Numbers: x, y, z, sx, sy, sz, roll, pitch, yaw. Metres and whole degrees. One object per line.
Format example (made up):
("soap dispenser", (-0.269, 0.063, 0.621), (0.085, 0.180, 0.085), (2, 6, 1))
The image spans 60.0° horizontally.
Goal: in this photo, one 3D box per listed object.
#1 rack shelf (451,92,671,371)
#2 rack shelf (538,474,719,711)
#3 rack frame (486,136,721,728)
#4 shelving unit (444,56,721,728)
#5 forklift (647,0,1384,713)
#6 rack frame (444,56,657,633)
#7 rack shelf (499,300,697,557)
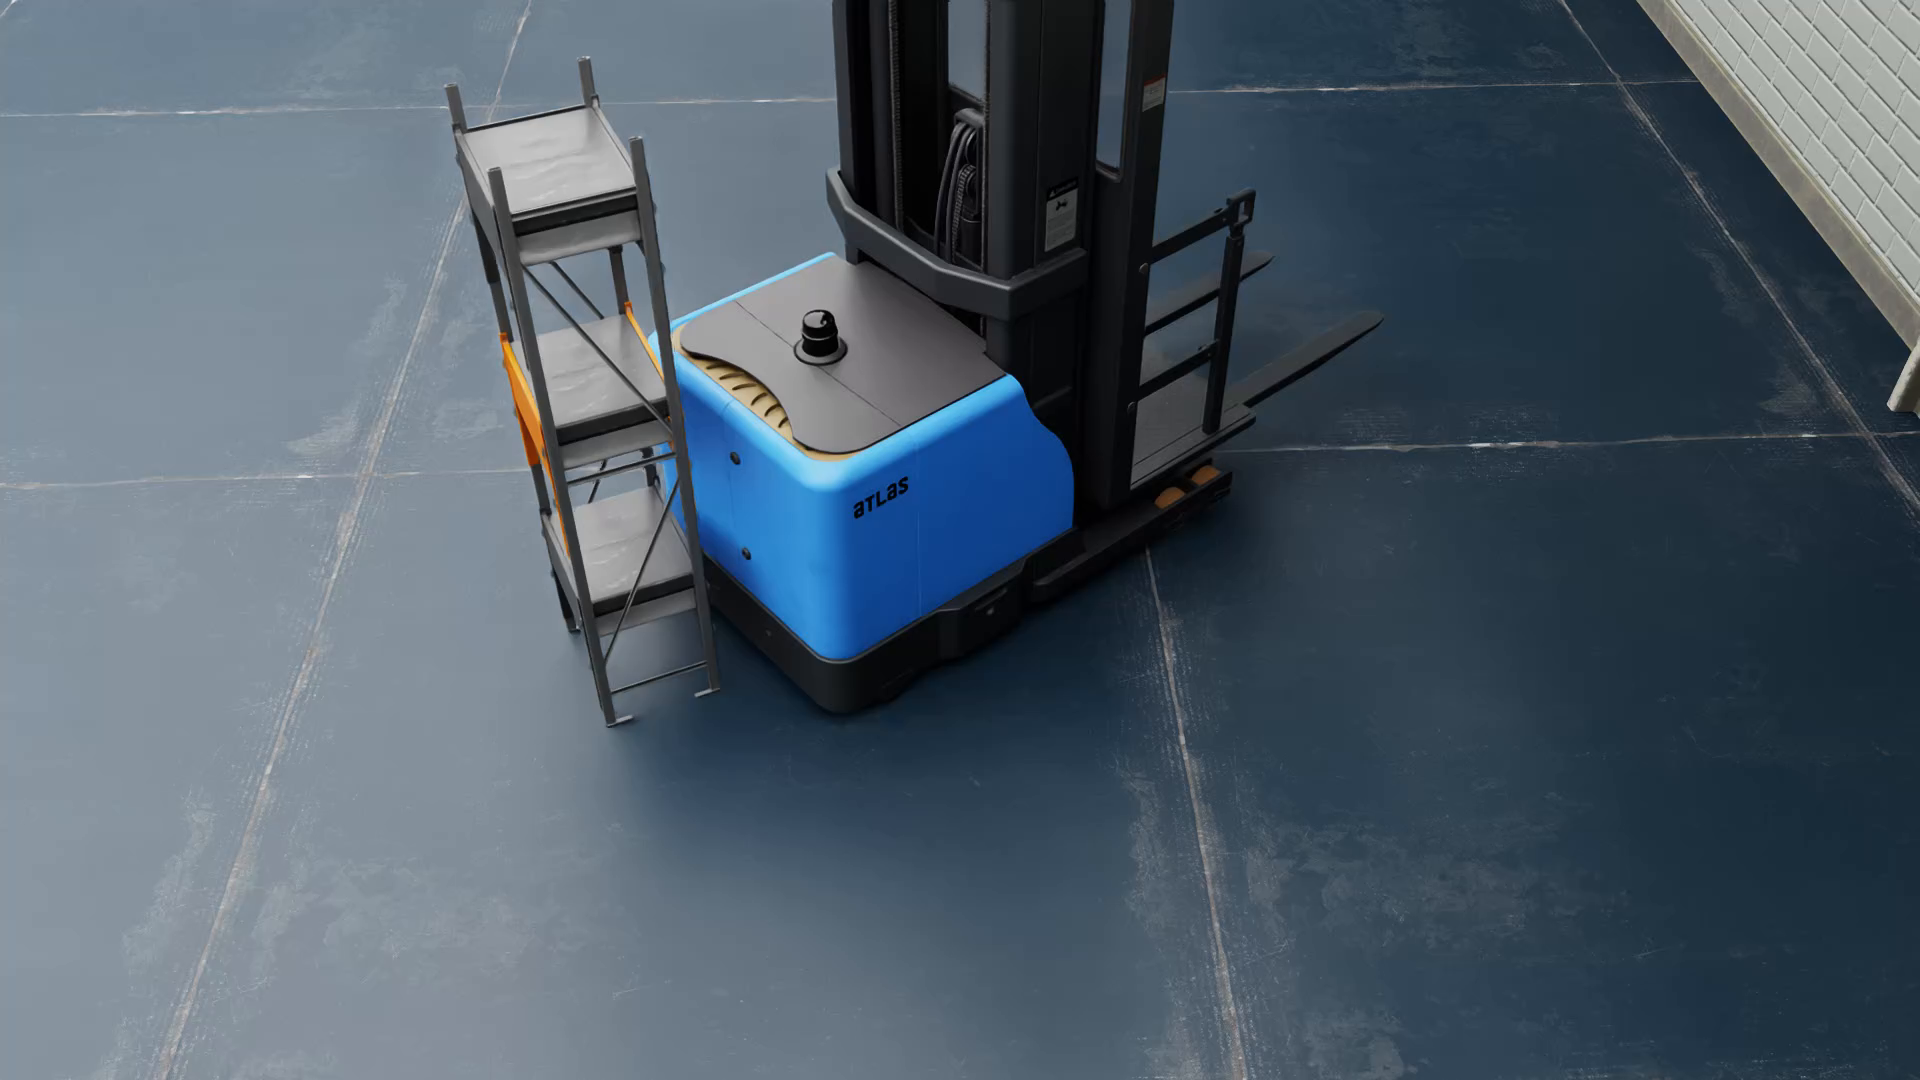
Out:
("rack shelf", (-1.103, -0.861, 4.619), (0.431, 0.518, 0.480), (-17, 45, -18))
("rack shelf", (-1.105, 0.171, 5.565), (0.431, 0.518, 0.480), (-17, 45, -18))
("rack frame", (-1.001, -0.206, 4.920), (0.400, 2.100, 0.015), (-17, 45, -18))
("shelving unit", (-1.104, -0.355, 5.083), (0.431, 2.100, 0.503), (-17, 45, -18))
("forklift", (0.406, -1.358, 5.563), (3.031, 2.935, 1.130), (-30, 50, -29))
("rack frame", (-1.207, -0.505, 5.246), (0.400, 2.100, 0.015), (-17, 45, -18))
("rack shelf", (-1.104, -0.345, 5.092), (0.431, 0.518, 0.480), (-17, 45, -18))
